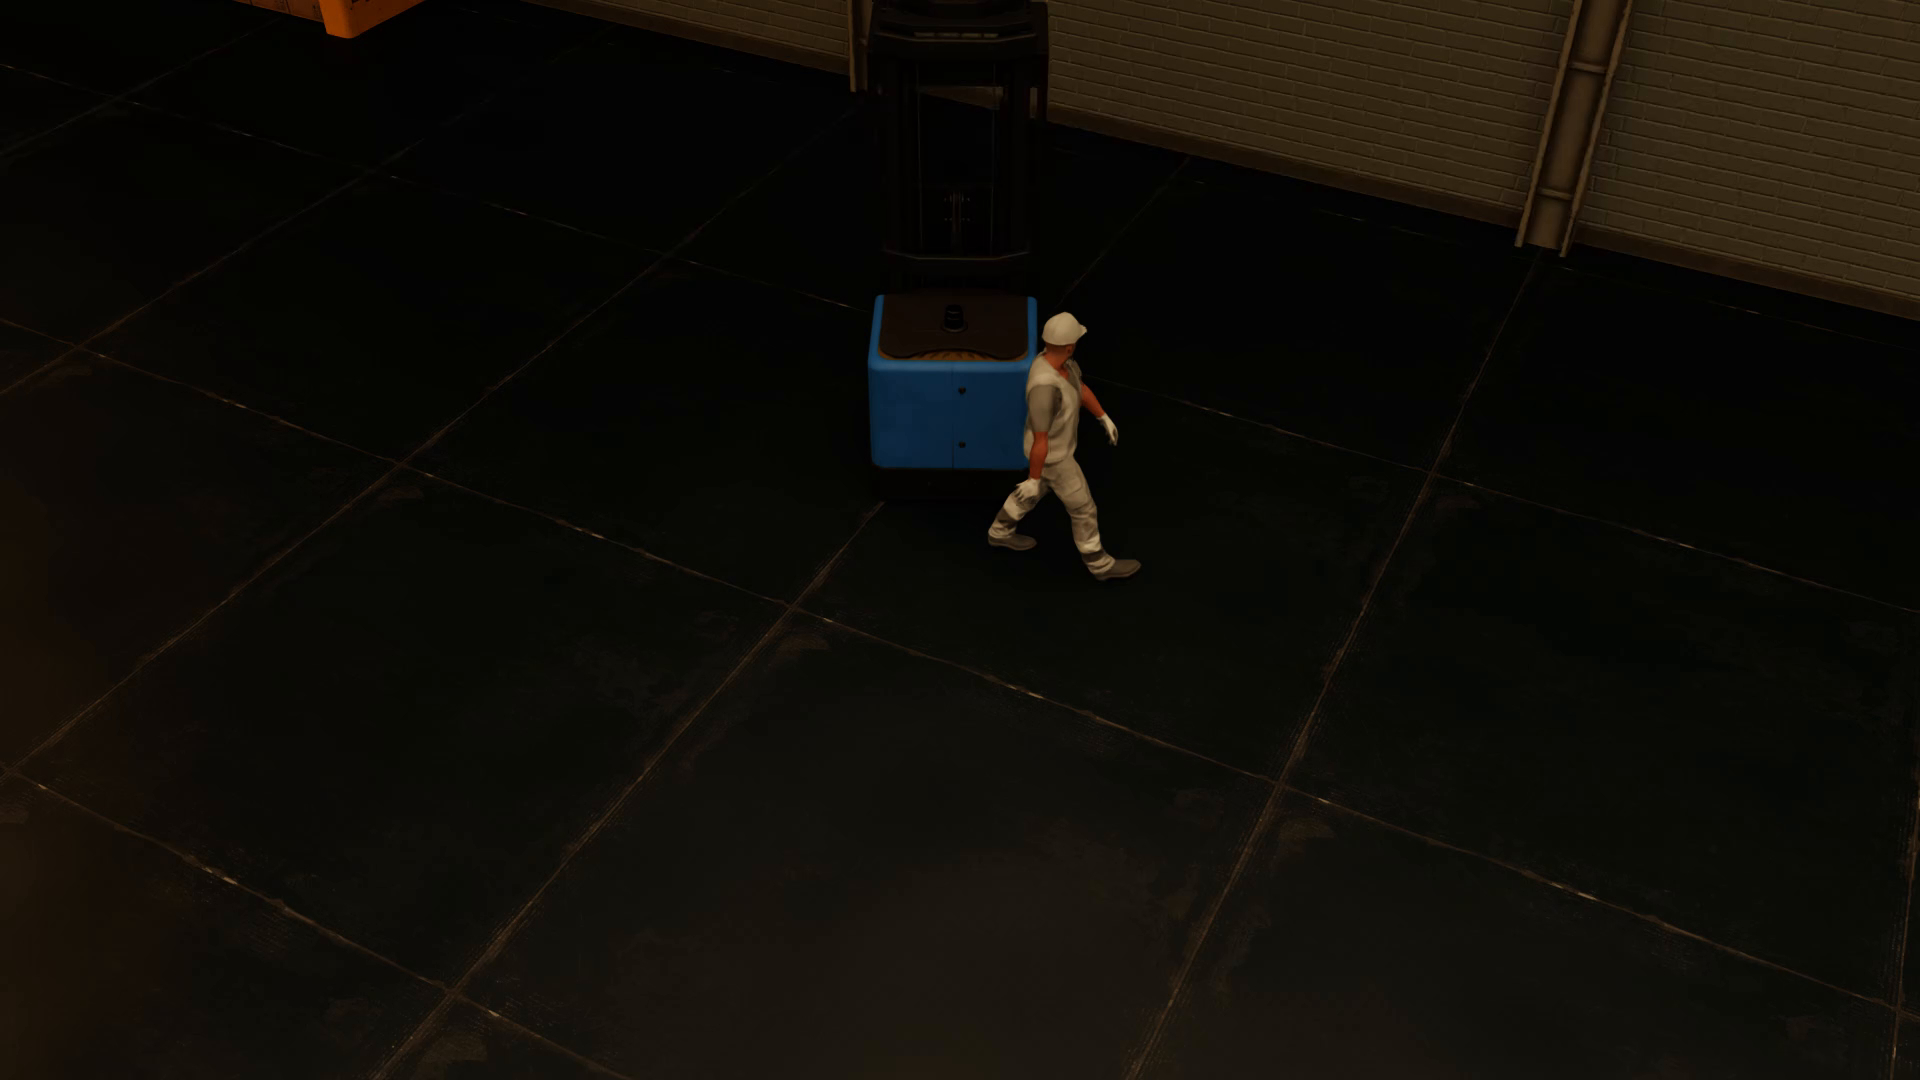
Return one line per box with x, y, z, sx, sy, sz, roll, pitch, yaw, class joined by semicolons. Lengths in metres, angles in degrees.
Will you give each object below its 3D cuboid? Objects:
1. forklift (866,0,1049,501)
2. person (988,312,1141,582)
-0.009;-2.293;10.709;1.130;2.935;3.031;1;40;1;forklift
0.621;-0.497;9.528;0.937;1.730;0.686;3;40;4;person
